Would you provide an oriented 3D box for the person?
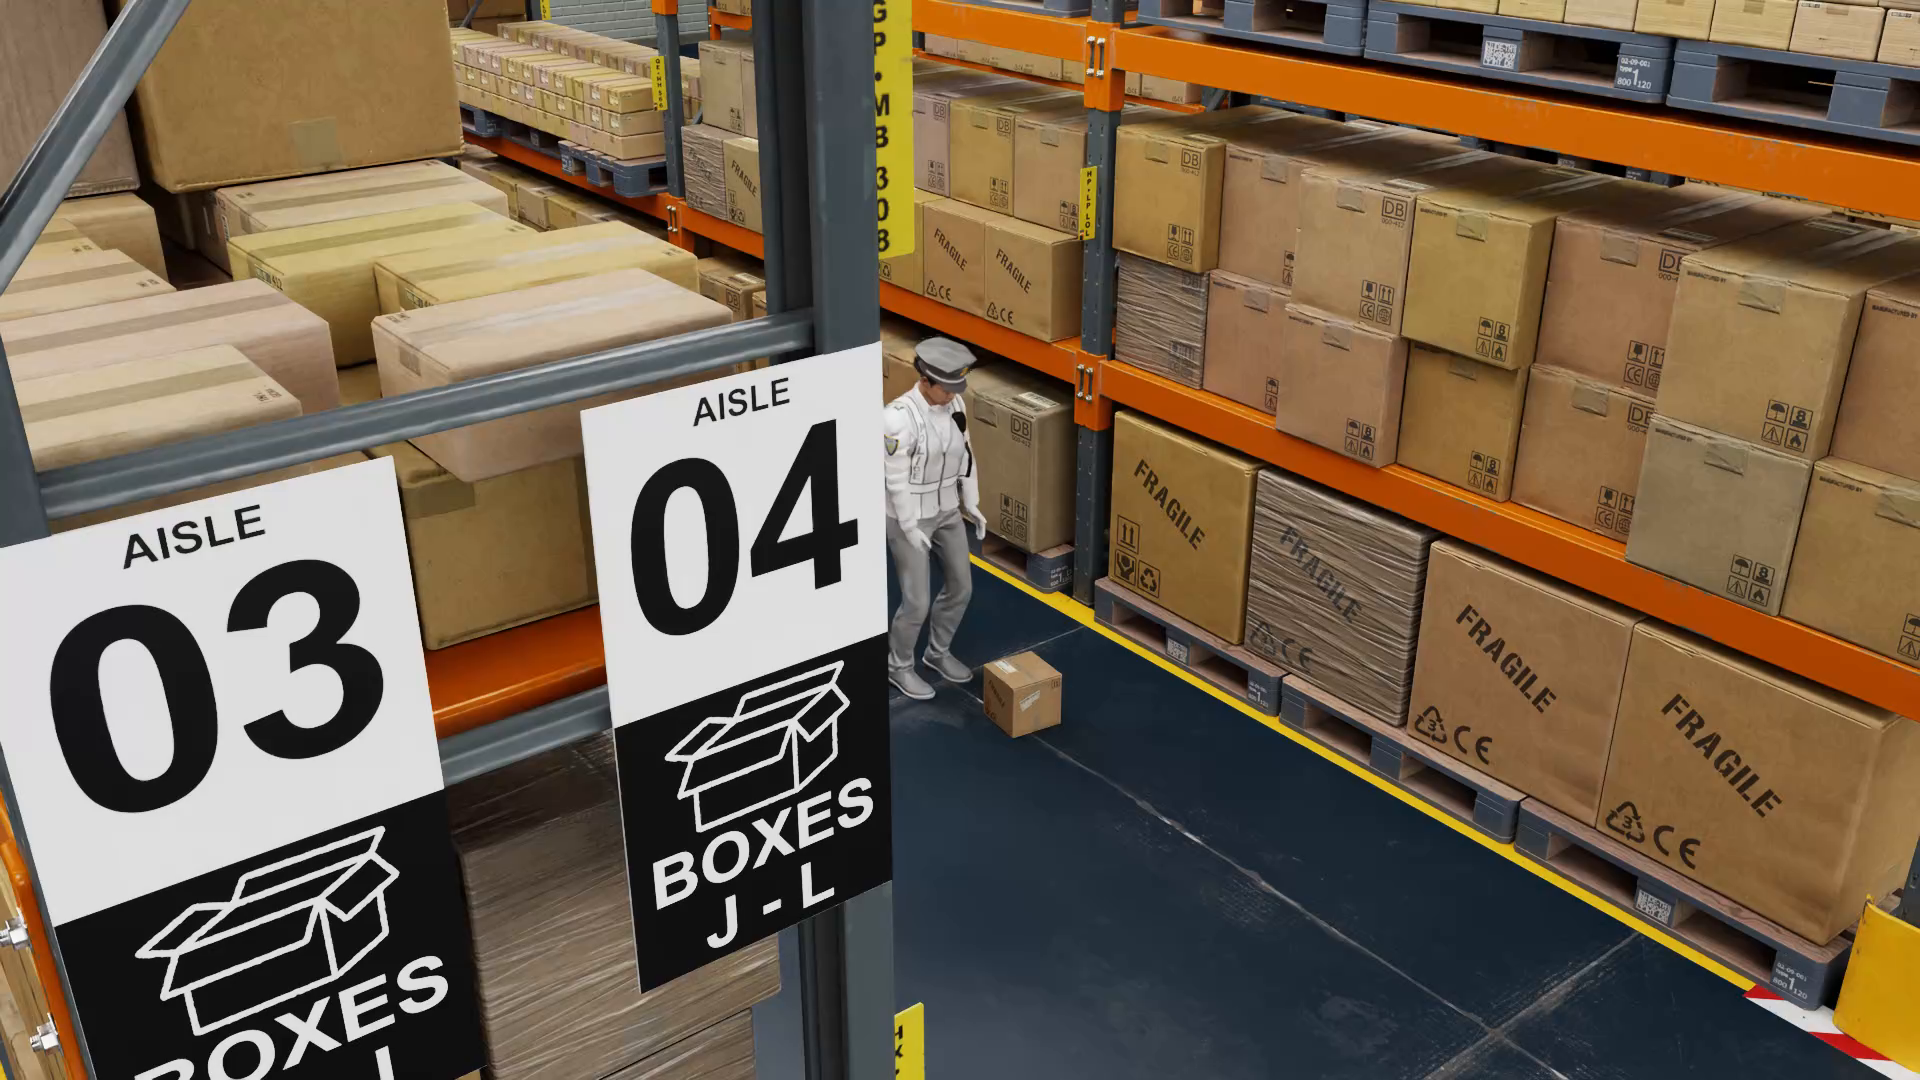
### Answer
[{"bbox_3d":[-0.119,-0.098,7.359,0.492,1.641,0.412,-22,33,-39],"label":"person"}]
